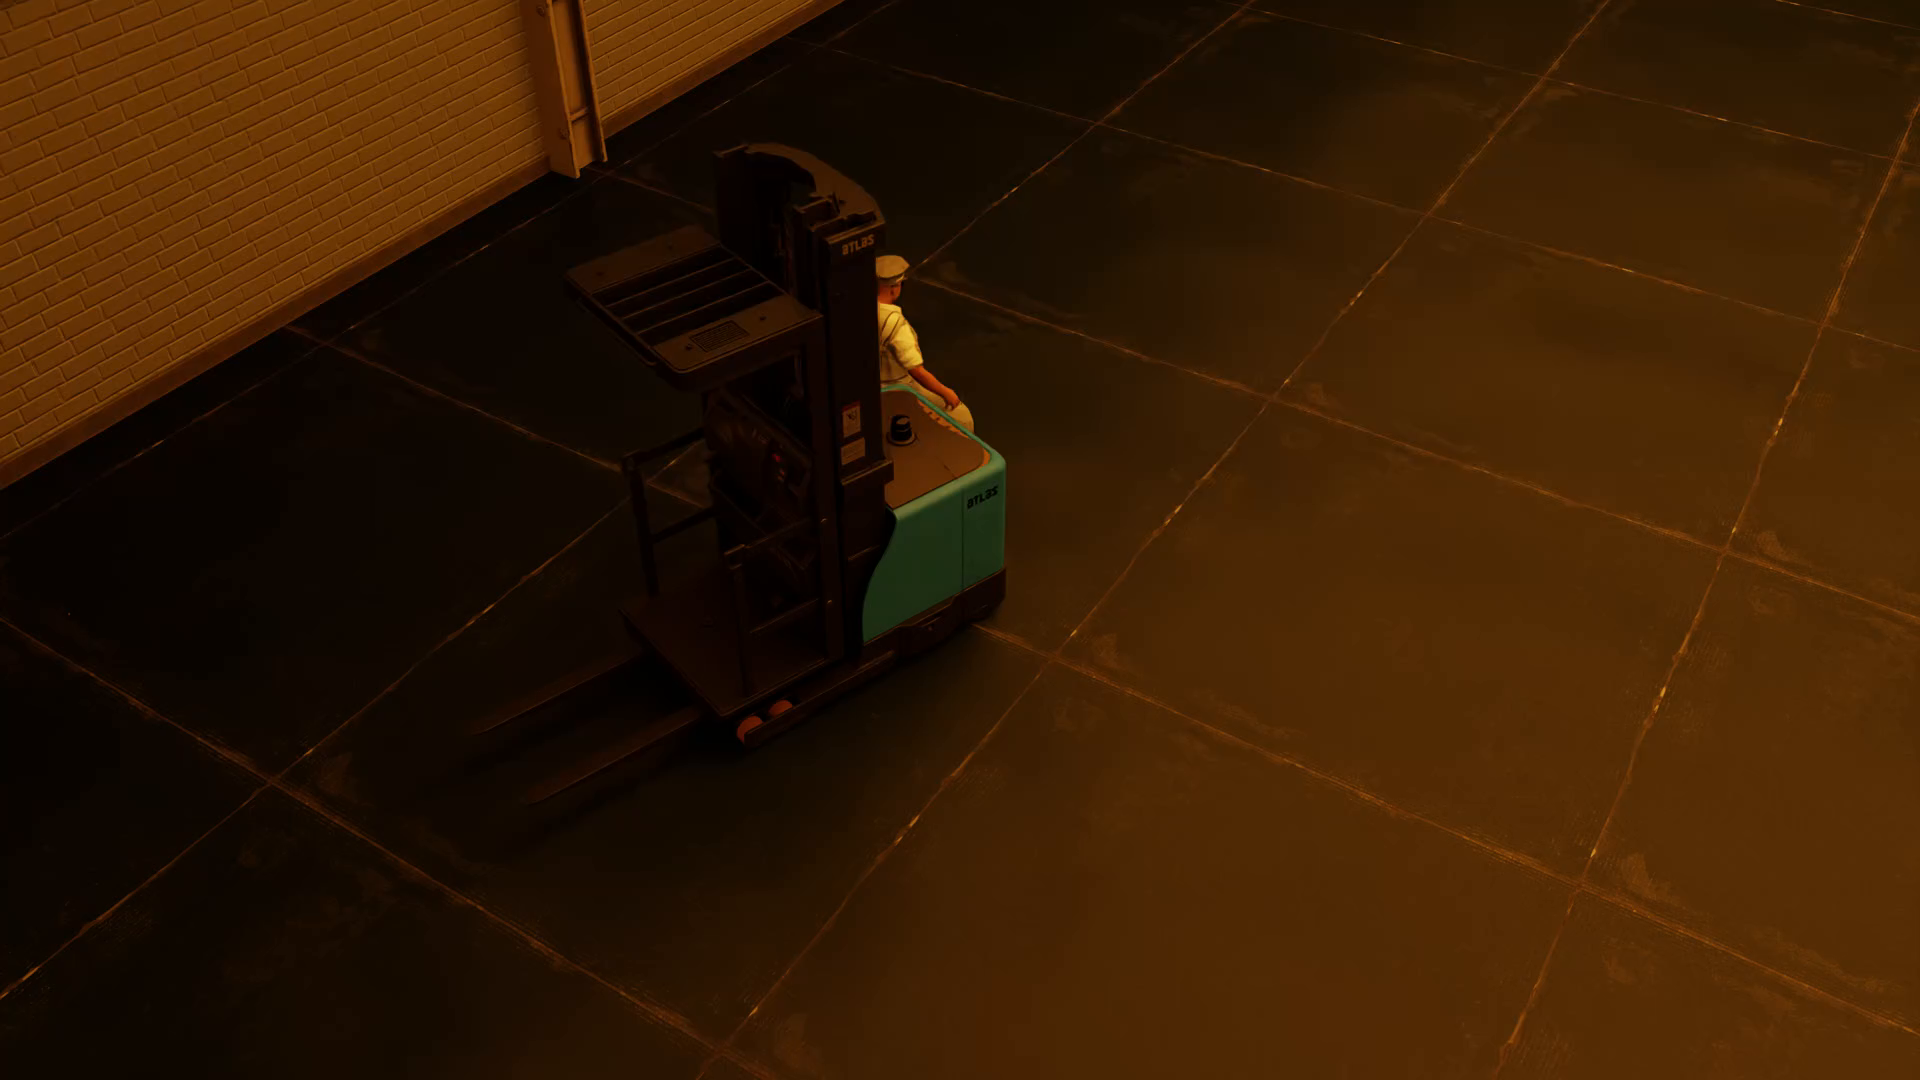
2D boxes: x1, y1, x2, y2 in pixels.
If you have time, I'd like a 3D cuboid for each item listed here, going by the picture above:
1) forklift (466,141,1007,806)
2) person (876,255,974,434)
[{"bbox_3d":[-1.200,-0.395,8.433,3.031,2.935,1.130,-27,47,-28],"label":"forklift"},{"bbox_3d":[-0.386,-1.022,10.231,0.822,1.630,0.959,-29,48,-30],"label":"person"}]
